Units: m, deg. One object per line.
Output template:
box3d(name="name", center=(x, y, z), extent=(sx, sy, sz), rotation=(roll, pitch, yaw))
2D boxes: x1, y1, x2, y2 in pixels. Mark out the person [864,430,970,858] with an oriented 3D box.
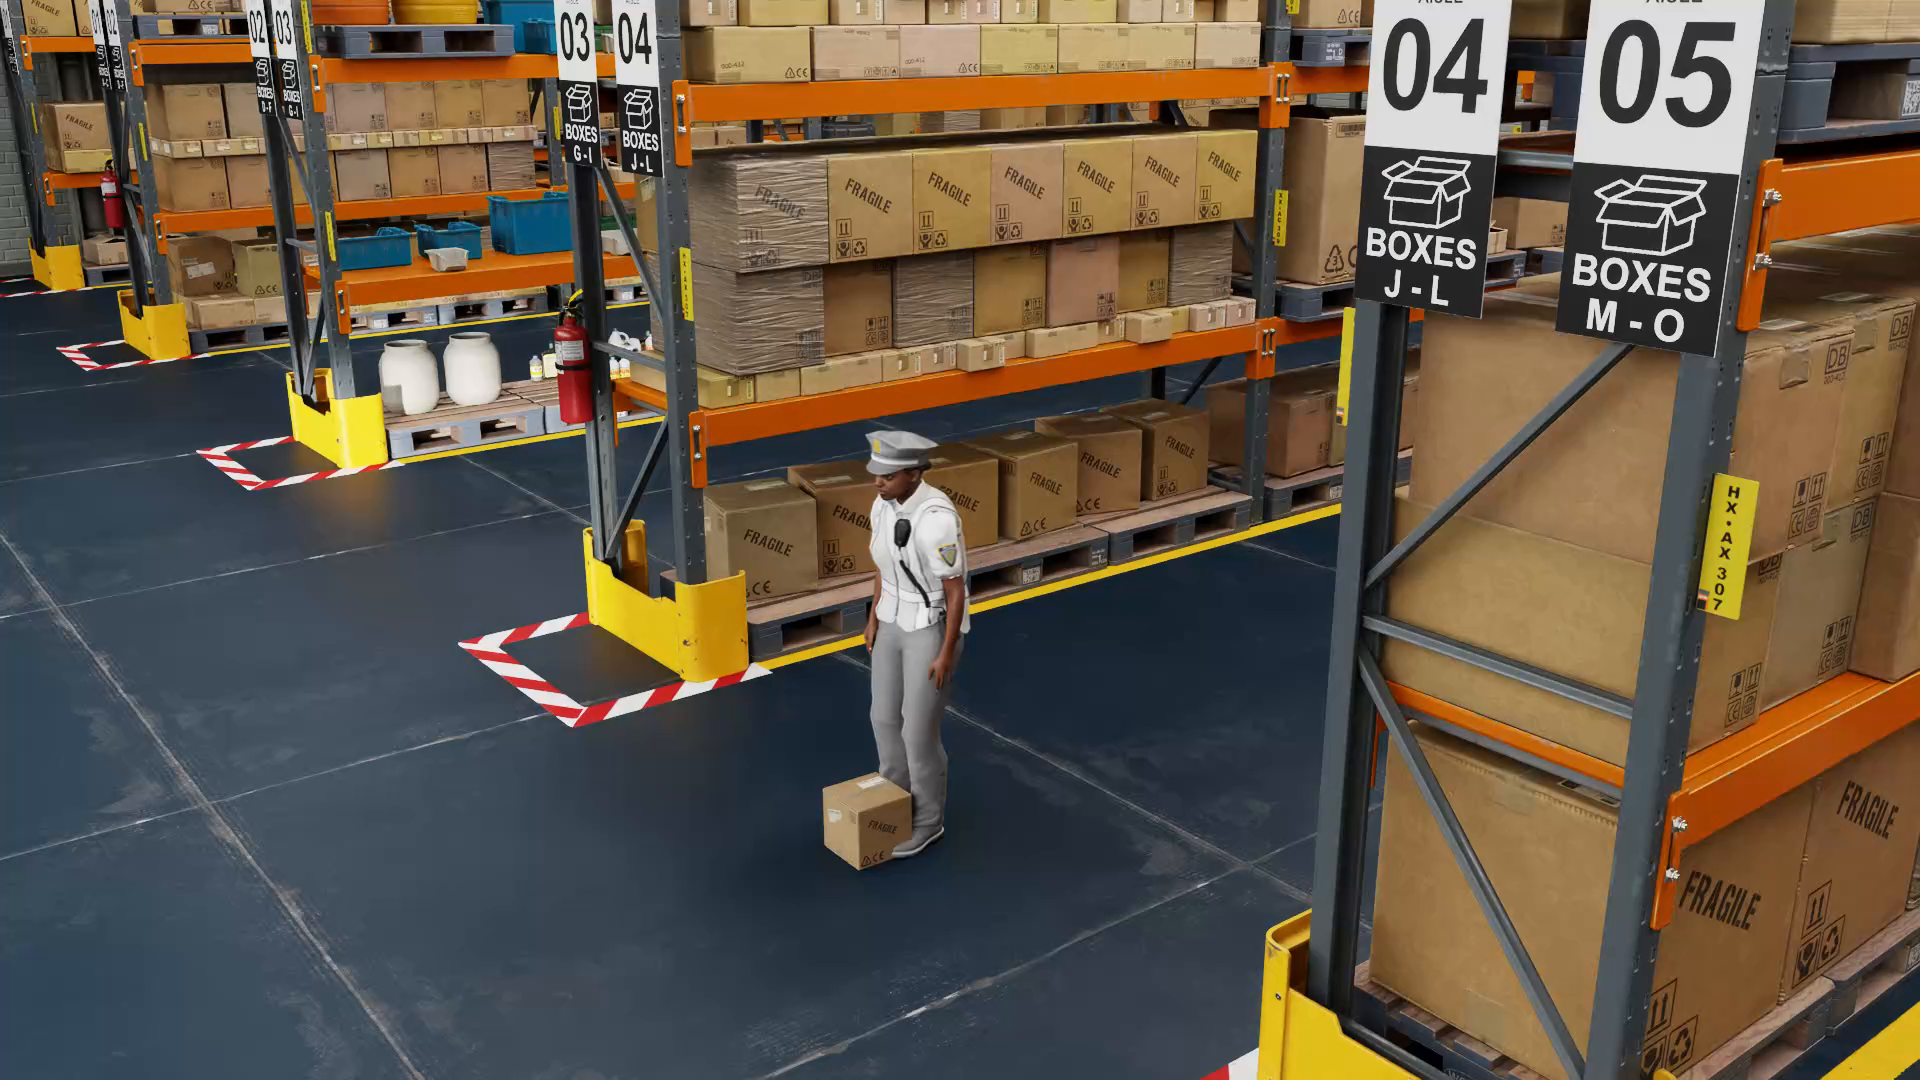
box3d(name="person", center=(-0.194, 0.376, 6.387), extent=(0.417, 1.657, 0.517), rotation=(-14, 23, -37))
